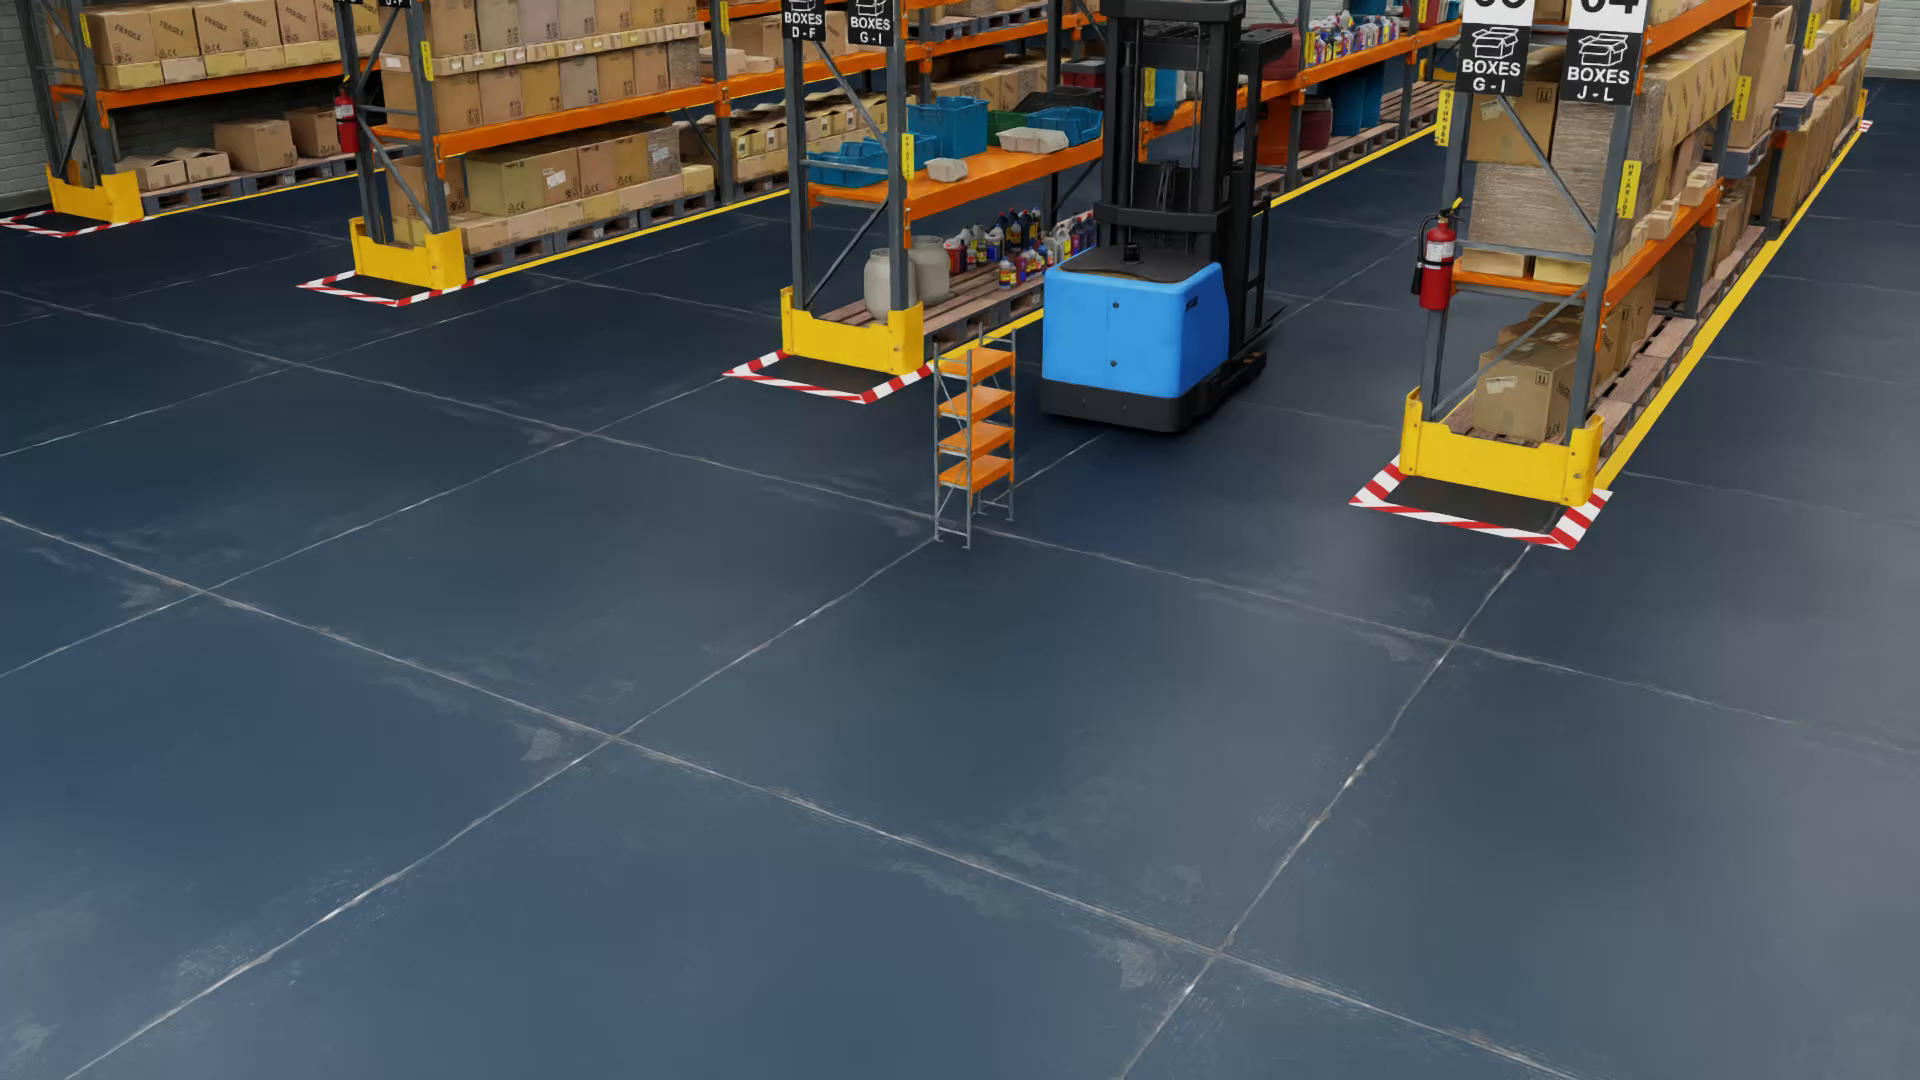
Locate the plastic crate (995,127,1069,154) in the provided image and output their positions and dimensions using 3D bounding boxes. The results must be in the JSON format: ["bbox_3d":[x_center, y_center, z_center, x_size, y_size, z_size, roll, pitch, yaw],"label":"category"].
[{"bbox_3d":[0.626,-3.391,14.139,0.530,0.136,0.437,14,27,29],"label":"plastic crate"}]

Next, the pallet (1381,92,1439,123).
[{"bbox_3d":[6.485,-6.203,23.813,1.003,0.211,1.213,14,27,29],"label":"pallet"}]

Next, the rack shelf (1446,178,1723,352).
[{"bbox_3d":[4.421,-2.070,11.661,1.077,0.370,4.000,14,27,29],"label":"rack shelf"}]

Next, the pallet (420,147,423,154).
[{"bbox_3d":[-6.740,-5.173,21.433,1.003,0.211,1.213,14,27,29],"label":"pallet"}]

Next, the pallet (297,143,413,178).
[{"bbox_3d":[-7.473,-4.675,20.284,1.003,0.211,1.213,14,27,29],"label":"pallet"}]

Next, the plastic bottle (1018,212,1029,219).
[{"bbox_3d":[0.580,-2.934,15.627,0.152,0.276,0.135,15,28,31],"label":"plastic bottle"}]

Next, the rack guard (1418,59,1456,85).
[{"bbox_3d":[7.599,-7.027,25.352,1.175,0.500,0.348,14,27,29],"label":"rack guard"}]

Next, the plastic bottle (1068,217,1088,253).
[{"bbox_3d":[1.072,-2.757,15.123,0.144,0.351,0.185,12,26,26],"label":"plastic bottle"}]

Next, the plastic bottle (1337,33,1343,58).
[{"bbox_3d":[4.452,-5.828,19.598,0.097,0.271,0.097,0,23,0],"label":"plastic bottle"}]

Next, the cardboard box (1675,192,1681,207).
[{"bbox_3d":[4.910,-2.414,11.867,0.380,0.149,0.250,14,27,29],"label":"cardboard box"}]

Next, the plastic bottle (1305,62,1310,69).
[{"bbox_3d":[3.881,-5.484,18.799,0.152,0.276,0.135,14,27,29],"label":"plastic bottle"}]

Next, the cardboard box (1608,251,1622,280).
[{"bbox_3d":[3.867,-1.736,10.301,0.380,0.149,0.250,14,27,29],"label":"cardboard box"}]

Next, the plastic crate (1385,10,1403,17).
[{"bbox_3d":[5.850,-7.148,22.758,0.437,0.125,0.590,14,27,29],"label":"plastic crate"}]

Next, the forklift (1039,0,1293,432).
[{"bbox_3d":[10.122,-1.397,9.288,18.928,2.935,5.417,12,26,25],"label":"forklift"}]

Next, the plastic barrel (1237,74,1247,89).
[{"bbox_3d":[2.794,-4.980,17.338,0.421,0.512,0.421,0,23,0],"label":"plastic barrel"}]

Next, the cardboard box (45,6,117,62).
[{"bbox_3d":[-9.191,-5.327,17.500,0.500,0.500,0.500,14,27,28],"label":"cardboard box"}]

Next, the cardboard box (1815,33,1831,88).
[{"bbox_3d":[8.876,-5.095,17.617,0.500,0.500,0.500,14,27,29],"label":"cardboard box"}]

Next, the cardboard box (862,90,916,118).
[{"bbox_3d":[-0.896,-5.462,20.818,0.500,0.311,0.500,15,27,30],"label":"cardboard box"}]

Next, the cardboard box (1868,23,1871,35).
[{"bbox_3d":[11.628,-6.648,21.646,0.380,0.149,0.250,14,27,29],"label":"cardboard box"}]

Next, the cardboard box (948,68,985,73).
[{"bbox_3d":[0.010,-6.275,23.062,0.500,0.500,0.500,13,26,27],"label":"cardboard box"}]

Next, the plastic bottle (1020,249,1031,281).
[{"bbox_3d":[0.560,-2.375,14.341,0.097,0.271,0.097,0,23,0],"label":"plastic bottle"}]

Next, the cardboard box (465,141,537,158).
[{"bbox_3d":[-4.503,-3.661,16.420,0.500,0.500,0.500,14,27,29],"label":"cardboard box"}]

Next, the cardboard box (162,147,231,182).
[{"bbox_3d":[-8.517,-4.214,18.540,0.500,0.311,0.500,16,28,33],"label":"cardboard box"}]

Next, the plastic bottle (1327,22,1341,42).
[{"bbox_3d":[4.499,-6.026,19.957,0.144,0.351,0.185,14,27,29],"label":"plastic bottle"}]

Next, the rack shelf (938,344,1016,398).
[{"bbox_3d":[0.087,-0.967,9.485,0.258,0.148,0.480,14,27,29],"label":"rack shelf"}]

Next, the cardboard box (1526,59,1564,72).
[{"bbox_3d":[3.705,-2.774,10.622,0.500,0.500,0.500,14,27,29],"label":"cardboard box"}]

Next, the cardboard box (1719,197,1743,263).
[{"bbox_3d":[6.674,-2.867,15.189,0.700,0.500,0.500,16,28,33],"label":"cardboard box"}]

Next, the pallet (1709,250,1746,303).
[{"bbox_3d":[6.528,-2.472,15.194,1.003,0.211,1.213,14,27,29],"label":"pallet"}]

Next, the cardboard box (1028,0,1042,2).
[{"bbox_3d":[0.841,-7.978,23.749,0.700,0.500,0.500,5,24,11],"label":"cardboard box"}]

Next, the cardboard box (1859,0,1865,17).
[{"bbox_3d":[10.702,-6.636,20.174,0.500,0.500,0.500,13,27,27],"label":"cardboard box"}]

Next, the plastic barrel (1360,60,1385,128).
[{"bbox_3d":[5.186,-5.863,21.630,0.600,0.901,0.708,14,27,29],"label":"plastic barrel"}]

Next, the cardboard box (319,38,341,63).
[{"bbox_3d":[-7.411,-5.740,19.396,0.500,0.250,0.500,14,27,29],"label":"cardboard box"}]

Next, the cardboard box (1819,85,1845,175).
[{"bbox_3d":[9.375,-4.773,19.145,1.225,0.875,0.875,14,27,29],"label":"cardboard box"}]

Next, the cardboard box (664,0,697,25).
[{"bbox_3d":[-3.167,-5.642,17.249,0.700,0.500,0.500,14,27,29],"label":"cardboard box"}]

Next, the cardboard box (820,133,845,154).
[{"bbox_3d":[-1.704,-4.687,19.732,0.500,0.250,0.500,14,27,30],"label":"cardboard box"}]

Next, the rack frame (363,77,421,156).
[{"bbox_3d":[-7.149,-6.189,20.271,1.000,3.000,0.127,14,27,29],"label":"rack frame"}]

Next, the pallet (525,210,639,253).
[{"bbox_3d":[-4.036,-3.200,16.875,1.003,0.211,1.213,14,27,29],"label":"pallet"}]

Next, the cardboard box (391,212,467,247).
[{"bbox_3d":[-5.017,-2.976,15.781,0.500,0.250,0.500,14,27,29],"label":"cardboard box"}]

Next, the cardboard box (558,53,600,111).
[{"bbox_3d":[-3.977,-4.526,16.304,0.700,0.500,0.500,15,27,31],"label":"cardboard box"}]

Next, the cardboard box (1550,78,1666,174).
[{"bbox_3d":[3.887,-2.495,9.978,0.500,0.500,0.500,14,27,29],"label":"cardboard box"}]

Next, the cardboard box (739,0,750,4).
[{"bbox_3d":[-3.430,-8.272,25.372,0.380,0.149,0.250,14,27,29],"label":"cardboard box"}]

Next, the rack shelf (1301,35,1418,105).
[{"bbox_3d":[4.433,-5.808,20.296,1.077,0.370,4.000,14,27,29],"label":"rack shelf"}]

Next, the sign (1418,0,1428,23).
[{"bbox_3d":[5.954,-6.824,21.390,0.100,0.325,0.005,14,27,29],"label":"sign"}]

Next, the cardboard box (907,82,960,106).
[{"bbox_3d":[-0.346,-5.651,21.620,0.500,0.500,0.500,15,28,31],"label":"cardboard box"}]

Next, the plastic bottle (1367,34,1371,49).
[{"bbox_3d":[4.987,-6.137,20.401,0.097,0.201,0.097,0,23,0],"label":"plastic bottle"}]

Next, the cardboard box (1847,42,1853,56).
[{"bbox_3d":[10.411,-5.868,19.845,0.380,0.149,0.250,15,28,31],"label":"cardboard box"}]

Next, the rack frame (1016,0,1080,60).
[{"bbox_3d":[1.281,-7.852,24.113,1.000,3.000,0.127,14,27,29],"label":"rack frame"}]

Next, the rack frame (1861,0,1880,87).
[{"bbox_3d":[11.805,-7.125,22.433,1.000,3.000,0.127,14,27,29],"label":"rack frame"}]

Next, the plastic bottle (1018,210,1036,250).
[{"bbox_3d":[0.612,-2.884,15.416,0.144,0.351,0.185,14,27,29],"label":"plastic bottle"}]

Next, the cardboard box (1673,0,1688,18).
[{"bbox_3d":[4.106,-3.317,10.049,0.500,0.250,0.500,13,27,28],"label":"cardboard box"}]

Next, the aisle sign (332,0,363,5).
[{"bbox_3d":[-5.333,-5.035,14.332,0.394,0.787,0.004,14,27,29],"label":"aisle sign"}]

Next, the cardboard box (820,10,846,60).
[{"bbox_3d":[-1.700,-5.978,19.659,0.500,0.500,0.500,12,26,26],"label":"cardboard box"}]

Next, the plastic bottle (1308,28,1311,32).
[{"bbox_3d":[4.244,-6.158,20.360,0.097,0.271,0.097,0,23,0],"label":"plastic bottle"}]

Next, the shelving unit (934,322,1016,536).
[{"bbox_3d":[0.088,-0.607,9.642,0.258,1.200,0.499,14,27,29],"label":"shelving unit"}]

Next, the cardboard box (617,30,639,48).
[{"bbox_3d":[-3.438,-5.016,16.619,0.380,0.149,0.250,14,27,29],"label":"cardboard box"}]
